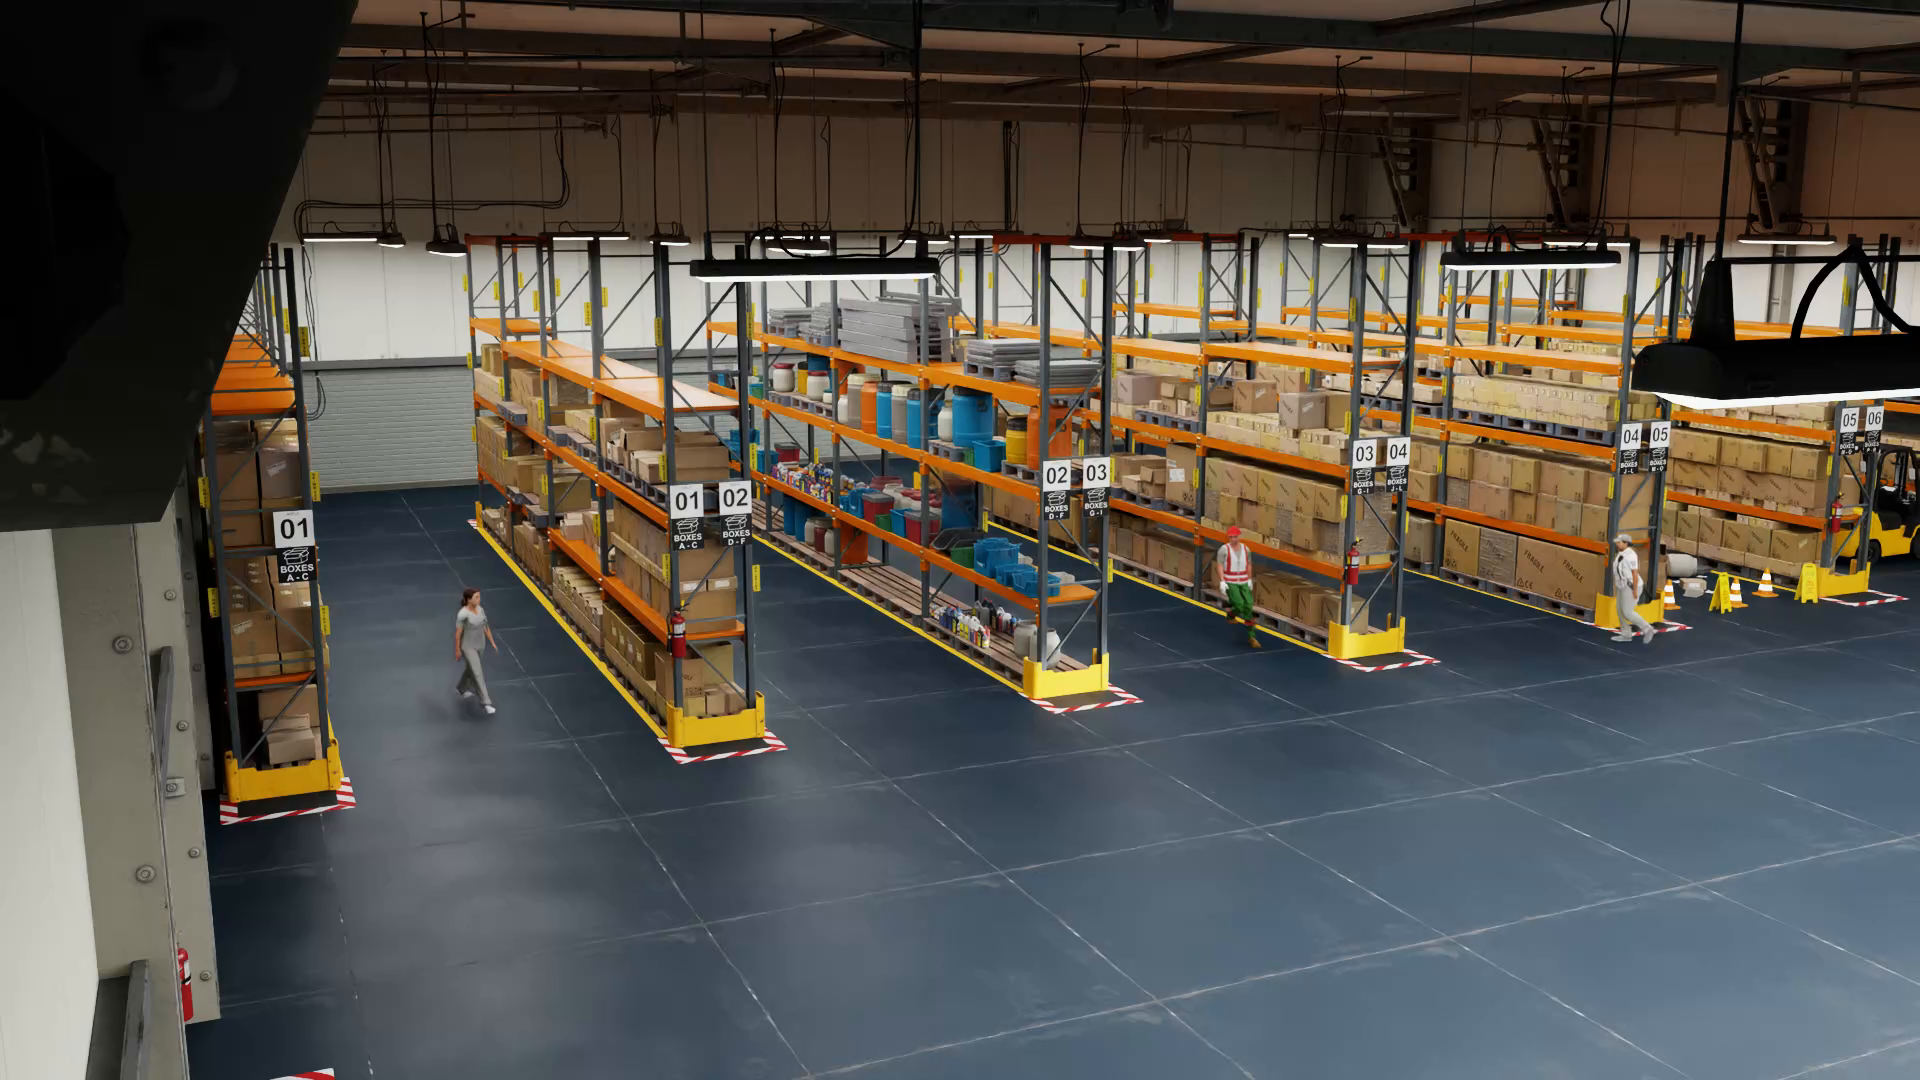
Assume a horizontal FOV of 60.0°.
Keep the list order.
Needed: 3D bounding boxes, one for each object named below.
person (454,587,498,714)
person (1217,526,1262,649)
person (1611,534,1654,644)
[{"bbox_3d":[-6.317,1.392,21.614,1.084,1.609,0.513,9,14,40],"label":"person"},{"bbox_3d":[4.170,0.694,24.868,0.601,1.789,0.654,-1,11,-8],"label":"person"},{"bbox_3d":[10.124,0.729,25.037,0.650,1.641,0.530,1,11,5],"label":"person"}]
